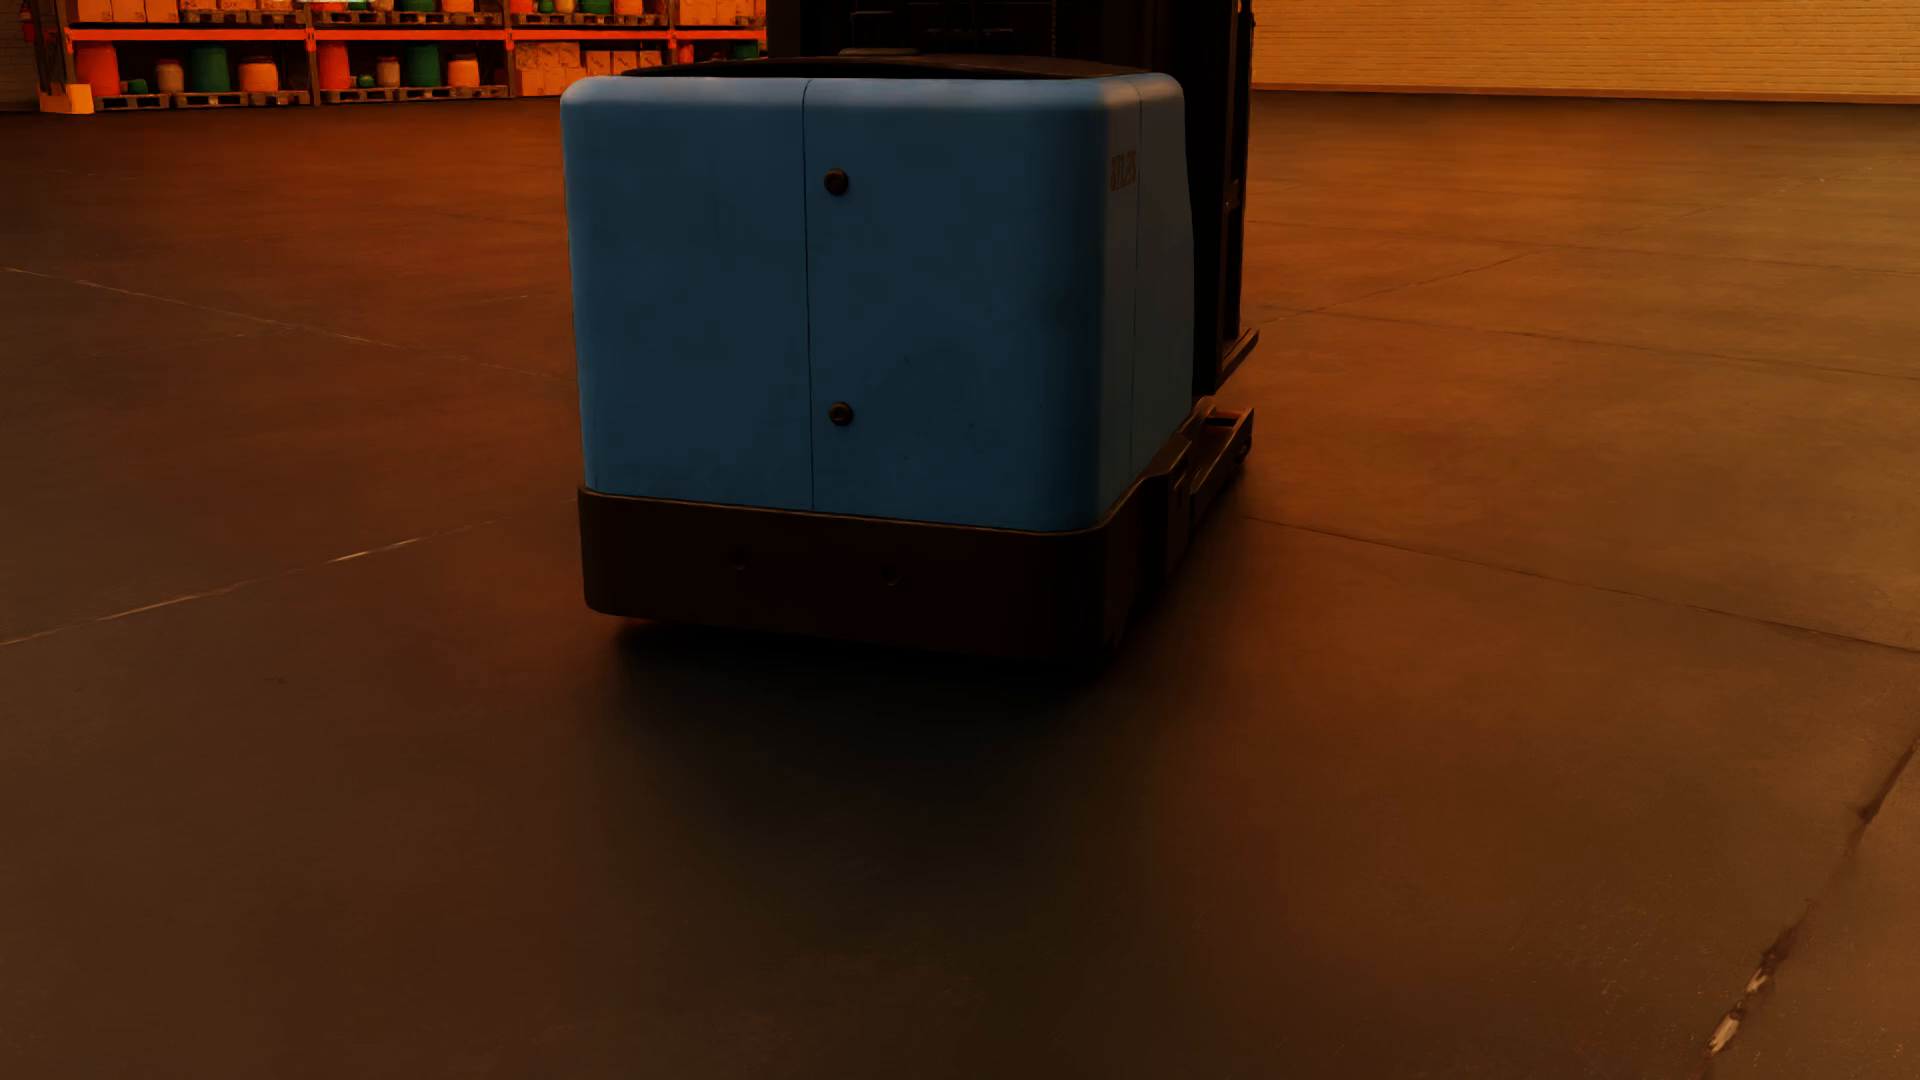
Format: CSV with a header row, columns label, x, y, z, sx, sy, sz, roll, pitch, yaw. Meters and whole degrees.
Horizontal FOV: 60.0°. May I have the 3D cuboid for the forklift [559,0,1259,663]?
label,x,y,z,sx,sy,sz,roll,pitch,yaw
forklift,0.182,-1.571,4.072,1.130,2.935,3.031,5,18,17
